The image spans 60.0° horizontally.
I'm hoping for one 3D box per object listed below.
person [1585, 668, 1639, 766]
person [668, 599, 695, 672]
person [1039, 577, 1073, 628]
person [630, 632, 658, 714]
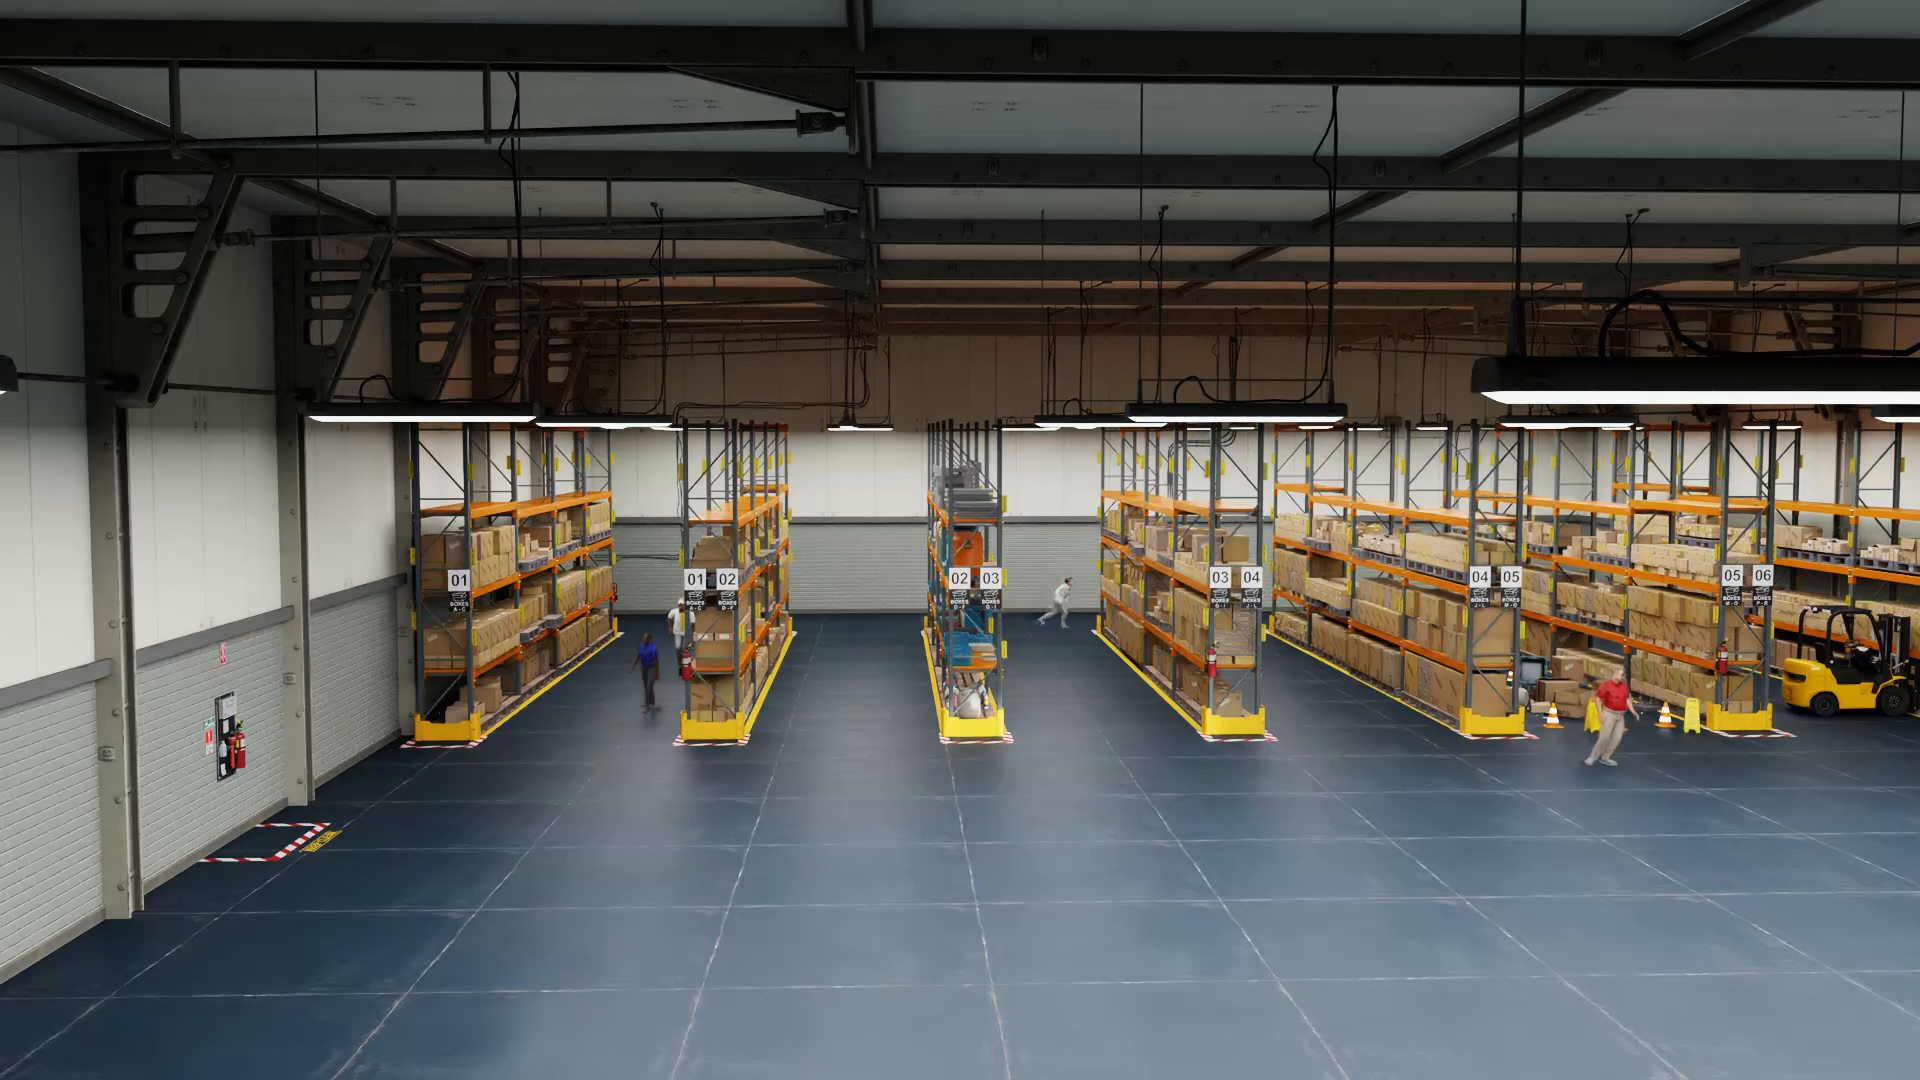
[{"bbox_3d":[11.189,3.046,28.555,0.803,1.704,0.595,-2,4,-23],"label":"person"},{"bbox_3d":[-6.726,2.289,40.214,0.646,1.774,0.833,-1,4,-13],"label":"person"},{"bbox_3d":[2.836,1.843,49.062,1.029,1.523,0.610,1,4,15],"label":"person"},{"bbox_3d":[-6.499,2.709,34.401,0.647,1.638,0.786,2,4,31],"label":"person"}]
